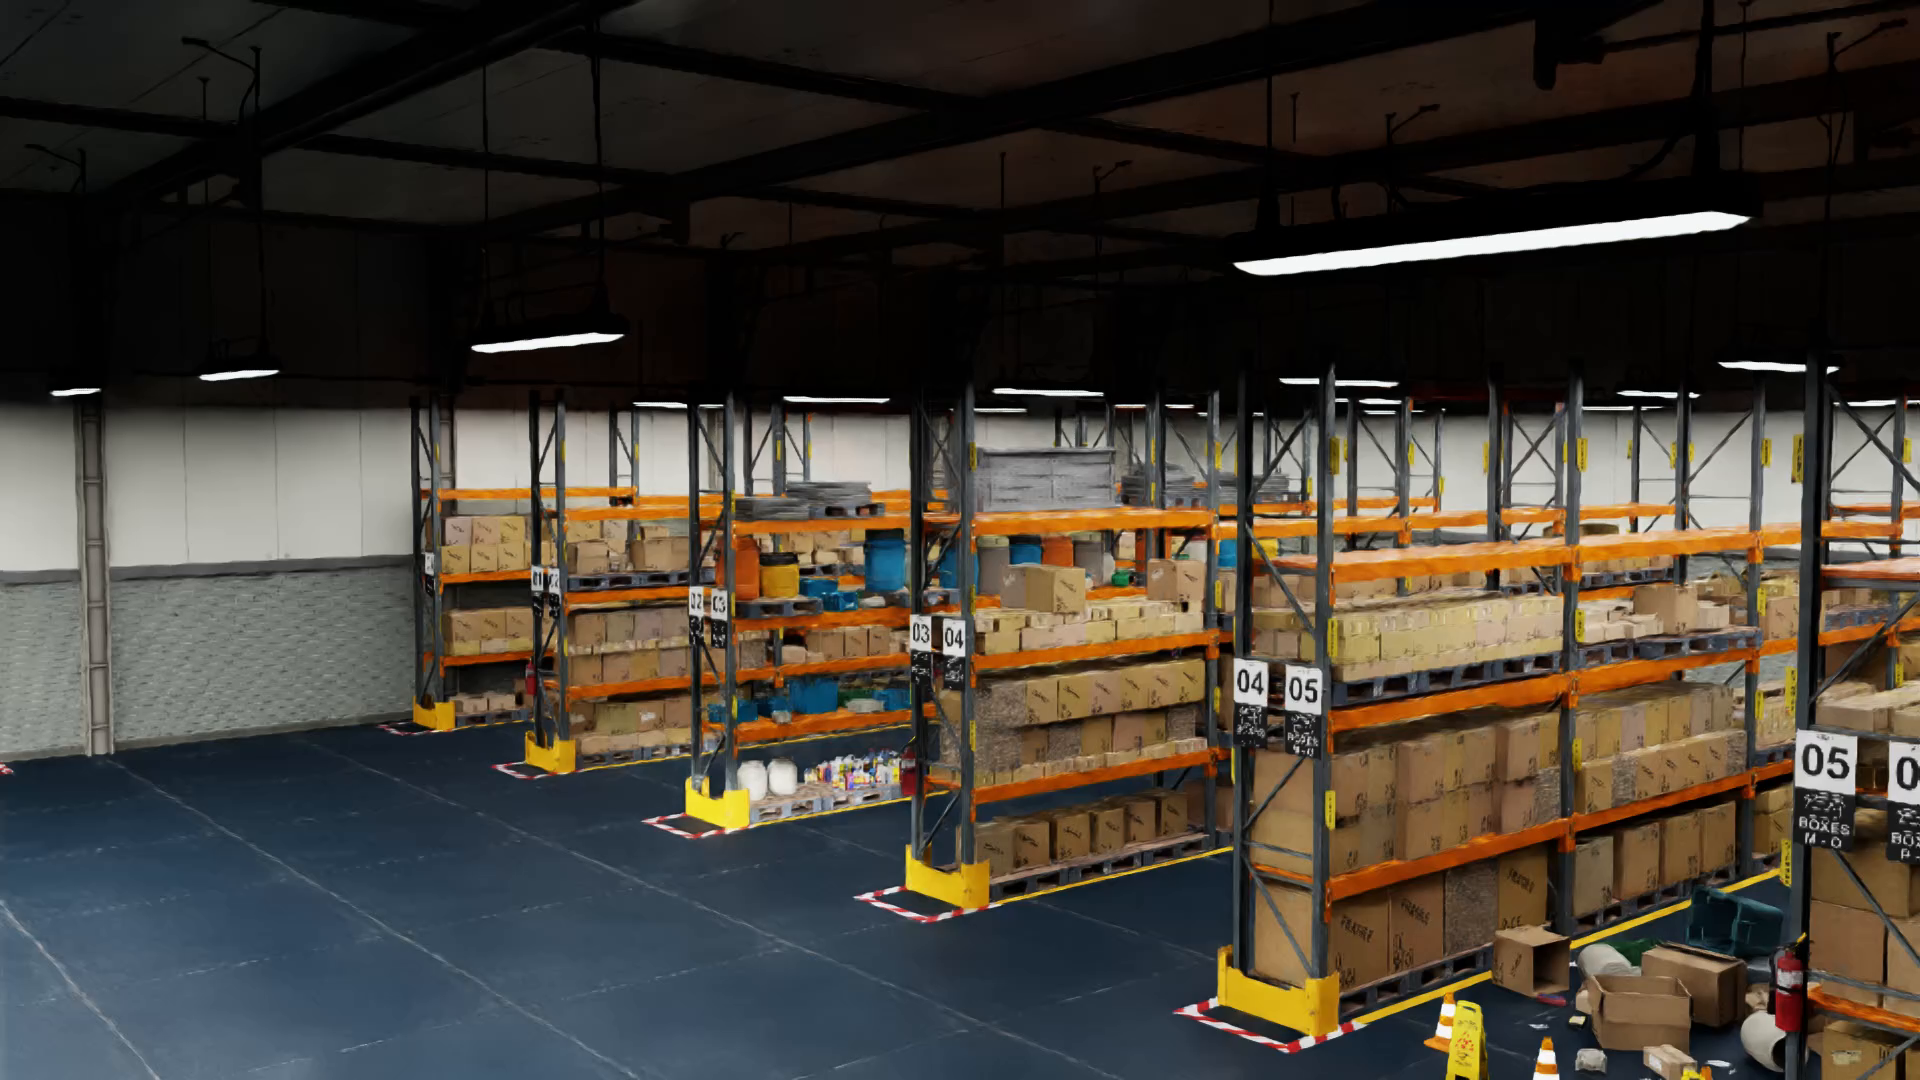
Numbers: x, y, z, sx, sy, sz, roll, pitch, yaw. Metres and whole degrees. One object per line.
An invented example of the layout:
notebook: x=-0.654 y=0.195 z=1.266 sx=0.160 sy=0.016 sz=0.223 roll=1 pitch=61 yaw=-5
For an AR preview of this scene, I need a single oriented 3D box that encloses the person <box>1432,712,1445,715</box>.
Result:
person: x=6.419 y=3.039 z=22.329 sx=0.506 sy=1.632 sz=0.639 roll=-3 pitch=4 yaw=-41
